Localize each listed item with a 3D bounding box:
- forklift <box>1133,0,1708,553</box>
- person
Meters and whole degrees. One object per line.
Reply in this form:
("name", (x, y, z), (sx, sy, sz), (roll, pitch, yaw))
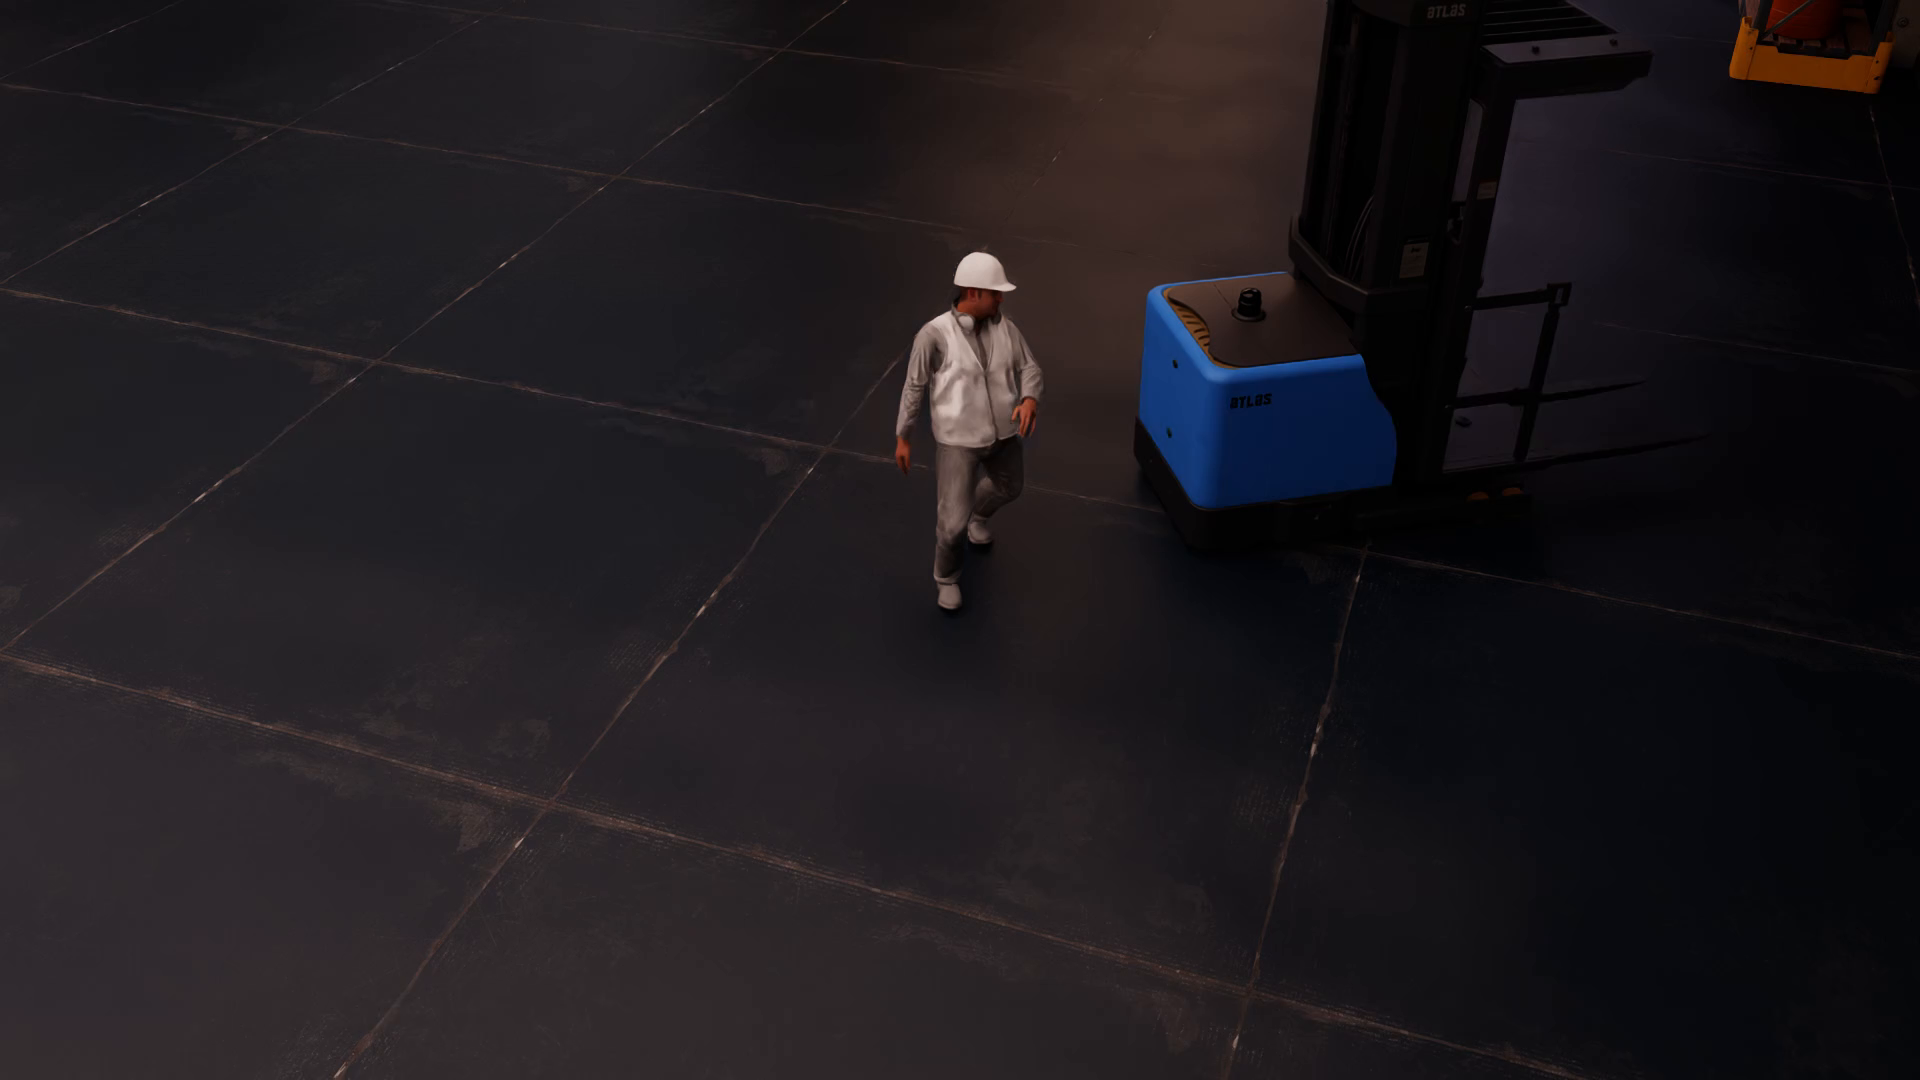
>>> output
("forklift", (2.532, -1.573, 8.330), (3.031, 2.935, 1.130), (-8, 36, -11))
("person", (0.035, -0.488, 7.906), (0.746, 1.652, 0.836), (-23, 41, -29))
